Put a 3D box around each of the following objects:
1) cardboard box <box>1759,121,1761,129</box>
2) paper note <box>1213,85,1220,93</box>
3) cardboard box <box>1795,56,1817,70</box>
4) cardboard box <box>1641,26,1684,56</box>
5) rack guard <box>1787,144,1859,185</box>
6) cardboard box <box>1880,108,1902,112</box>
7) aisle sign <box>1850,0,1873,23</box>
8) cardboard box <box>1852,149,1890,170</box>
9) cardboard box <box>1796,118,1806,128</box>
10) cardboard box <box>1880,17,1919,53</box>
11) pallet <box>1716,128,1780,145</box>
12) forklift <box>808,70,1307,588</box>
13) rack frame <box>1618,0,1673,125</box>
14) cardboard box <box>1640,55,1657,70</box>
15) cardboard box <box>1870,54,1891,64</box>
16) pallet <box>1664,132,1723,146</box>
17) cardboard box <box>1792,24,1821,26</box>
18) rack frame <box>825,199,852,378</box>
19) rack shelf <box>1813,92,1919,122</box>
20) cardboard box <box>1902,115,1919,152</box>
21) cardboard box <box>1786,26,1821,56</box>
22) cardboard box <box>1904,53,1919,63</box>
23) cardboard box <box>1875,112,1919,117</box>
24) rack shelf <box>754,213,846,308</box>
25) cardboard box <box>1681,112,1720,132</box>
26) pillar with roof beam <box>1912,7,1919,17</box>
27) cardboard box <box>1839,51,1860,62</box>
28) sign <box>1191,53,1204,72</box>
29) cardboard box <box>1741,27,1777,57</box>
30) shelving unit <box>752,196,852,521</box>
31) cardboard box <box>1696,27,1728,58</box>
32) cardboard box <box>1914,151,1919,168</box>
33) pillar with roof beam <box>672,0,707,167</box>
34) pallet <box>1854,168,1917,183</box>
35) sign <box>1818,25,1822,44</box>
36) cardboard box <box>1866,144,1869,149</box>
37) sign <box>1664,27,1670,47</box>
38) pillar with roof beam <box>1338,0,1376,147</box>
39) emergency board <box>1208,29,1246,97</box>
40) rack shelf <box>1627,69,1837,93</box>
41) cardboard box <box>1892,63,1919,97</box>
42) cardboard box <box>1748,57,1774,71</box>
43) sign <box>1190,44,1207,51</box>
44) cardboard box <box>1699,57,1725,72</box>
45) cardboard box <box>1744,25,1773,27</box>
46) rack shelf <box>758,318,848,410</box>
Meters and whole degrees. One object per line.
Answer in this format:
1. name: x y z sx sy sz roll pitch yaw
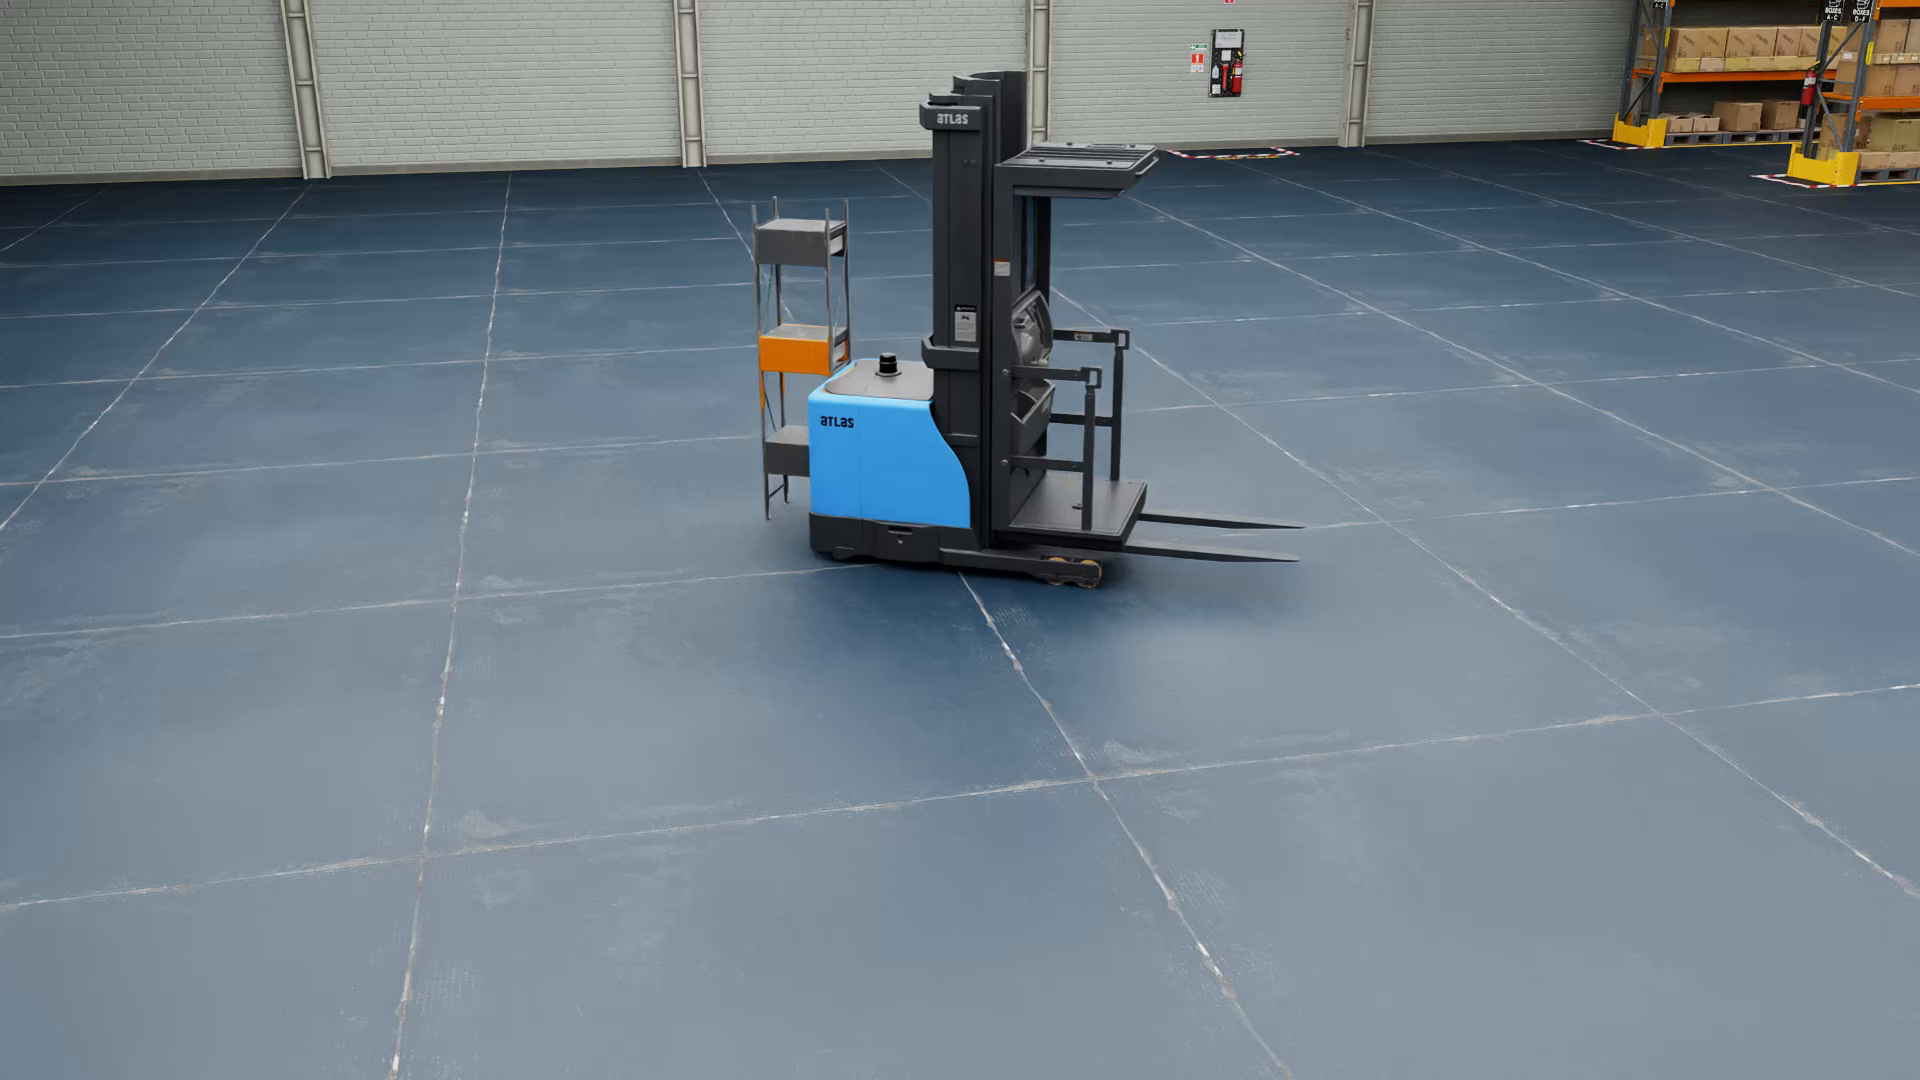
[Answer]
1. cardboard box: 14.884 -7.859 31.413 0.250 0.149 0.380 -6 21 -17
2. paper note: 4.594 -8.077 29.783 0.142 0.148 0.016 -5 21 -12
3. cardboard box: 15.567 -8.874 30.868 0.500 0.250 0.500 -5 21 -12
4. cardboard box: 12.962 -9.194 30.650 0.500 0.500 0.500 -5 21 -13
5. rack guard: 13.673 -5.961 26.360 0.348 0.500 1.175 -5 21 -12
6. cardboard box: 17.649 -8.265 32.011 0.500 0.500 0.700 -5 21 -14
7. aisle sign: 13.703 -8.249 25.194 0.004 0.787 0.394 -5 21 -12
8. cardboard box: 14.269 -6.010 26.248 0.500 0.250 0.500 -5 21 -12
9. cardboard box: 15.932 -7.935 31.594 0.250 0.166 0.380 -7 21 -20
10. cardboard box: 14.715 -7.873 25.914 0.500 0.500 0.700 -5 21 -14
11. pallet: 14.610 -7.639 31.361 1.213 0.211 1.003 -5 21 -12
12. forklift: 0.627 -1.289 10.072 3.031 2.935 1.130 5 21 14
13. rack frame: 12.553 -8.794 30.461 0.127 3.000 1.000 -5 21 -12
14. cardboard box: 12.963 -8.835 30.761 0.500 0.250 0.500 -4 21 -12
15. cardboard box: 14.128 -7.447 25.694 0.250 0.149 0.380 -5 21 -13
16. pallet: 13.425 -7.543 31.100 1.213 0.211 1.003 -5 21 -12
17. cardboard box: 15.940 -9.435 31.308 0.500 0.500 0.500 -5 21 -14
18. rack frame: -0.779 -1.136 10.863 0.015 2.100 0.400 5 21 14
19. rack shelf: 15.642 -6.957 26.491 4.000 0.370 1.077 -5 21 -12
20. cardboard box: 15.239 -6.447 26.349 0.500 0.500 0.500 -5 21 -12
21. cardboard box: 15.572 -9.220 30.721 0.500 0.500 0.500 -5 21 -13
22. cardboard box: 14.627 -7.488 25.806 0.250 0.149 0.380 -5 21 -12
23. cardboard box: 15.119 -6.621 26.824 0.500 0.500 0.500 -5 21 -12
24. rack shelf: -1.014 -1.802 10.686 0.480 0.518 0.431 5 21 14
25. cardboard box: 13.801 -7.808 31.038 0.500 0.311 0.500 -3 20 -8
26. pillar with roof beam: 19.864 -10.990 27.733 0.400 9.000 9.100 -5 21 -12
27. cardboard box: 14.024 -7.582 26.063 0.250 0.149 0.380 -5 21 -13
28. sign: 4.220 -8.489 29.576 0.234 0.329 0.001 -5 21 -12
29. cardboard box: 14.573 -9.142 30.509 0.500 0.500 0.500 -4 20 -11
30. shelving unit: -1.014 -1.158 10.922 0.503 2.100 0.431 5 21 14
31. cardboard box: 13.570 -9.058 30.280 0.500 0.500 0.500 -5 21 -12
32. cardboard box: 15.242 -6.091 26.467 0.500 0.250 0.500 -5 21 -12
33. pillar with roof beam: -3.492 -9.090 22.548 0.400 9.000 9.100 -5 21 -12
34. pallet: 14.431 -5.902 26.618 1.213 0.211 1.003 -5 21 -12
35. sign: 13.585 -7.974 26.194 0.005 0.325 0.100 -5 21 -12
36. cardboard box: 14.634 -6.227 26.841 0.500 0.250 0.500 -5 21 -12
37. sign: 12.678 -9.019 29.816 0.005 0.325 0.100 -5 21 -12
38. pillar with roof beam: 8.186 -10.040 25.140 0.400 9.000 9.100 -5 21 -12
39. emergency board: 4.782 -8.481 29.607 0.643 1.169 0.194 -5 21 -12
40. rack shelf: 14.499 -8.615 31.017 4.000 0.370 1.077 -5 21 -12
41. cardboard box: 14.663 -7.259 26.125 0.500 0.500 0.700 -4 21 -11
42. cardboard box: 14.592 -8.789 30.636 0.500 0.250 0.500 -4 21 -12
43. sign: 4.227 -8.735 29.477 0.331 0.109 0.001 -5 21 -12
44. cardboard box: 13.603 -8.711 30.424 0.500 0.250 0.500 -5 21 -14
45. cardboard box: 14.949 -9.357 31.097 0.500 0.500 0.500 -4 21 -11
46. rack shelf: -1.014 -1.145 10.927 0.480 0.518 0.431 5 21 14
